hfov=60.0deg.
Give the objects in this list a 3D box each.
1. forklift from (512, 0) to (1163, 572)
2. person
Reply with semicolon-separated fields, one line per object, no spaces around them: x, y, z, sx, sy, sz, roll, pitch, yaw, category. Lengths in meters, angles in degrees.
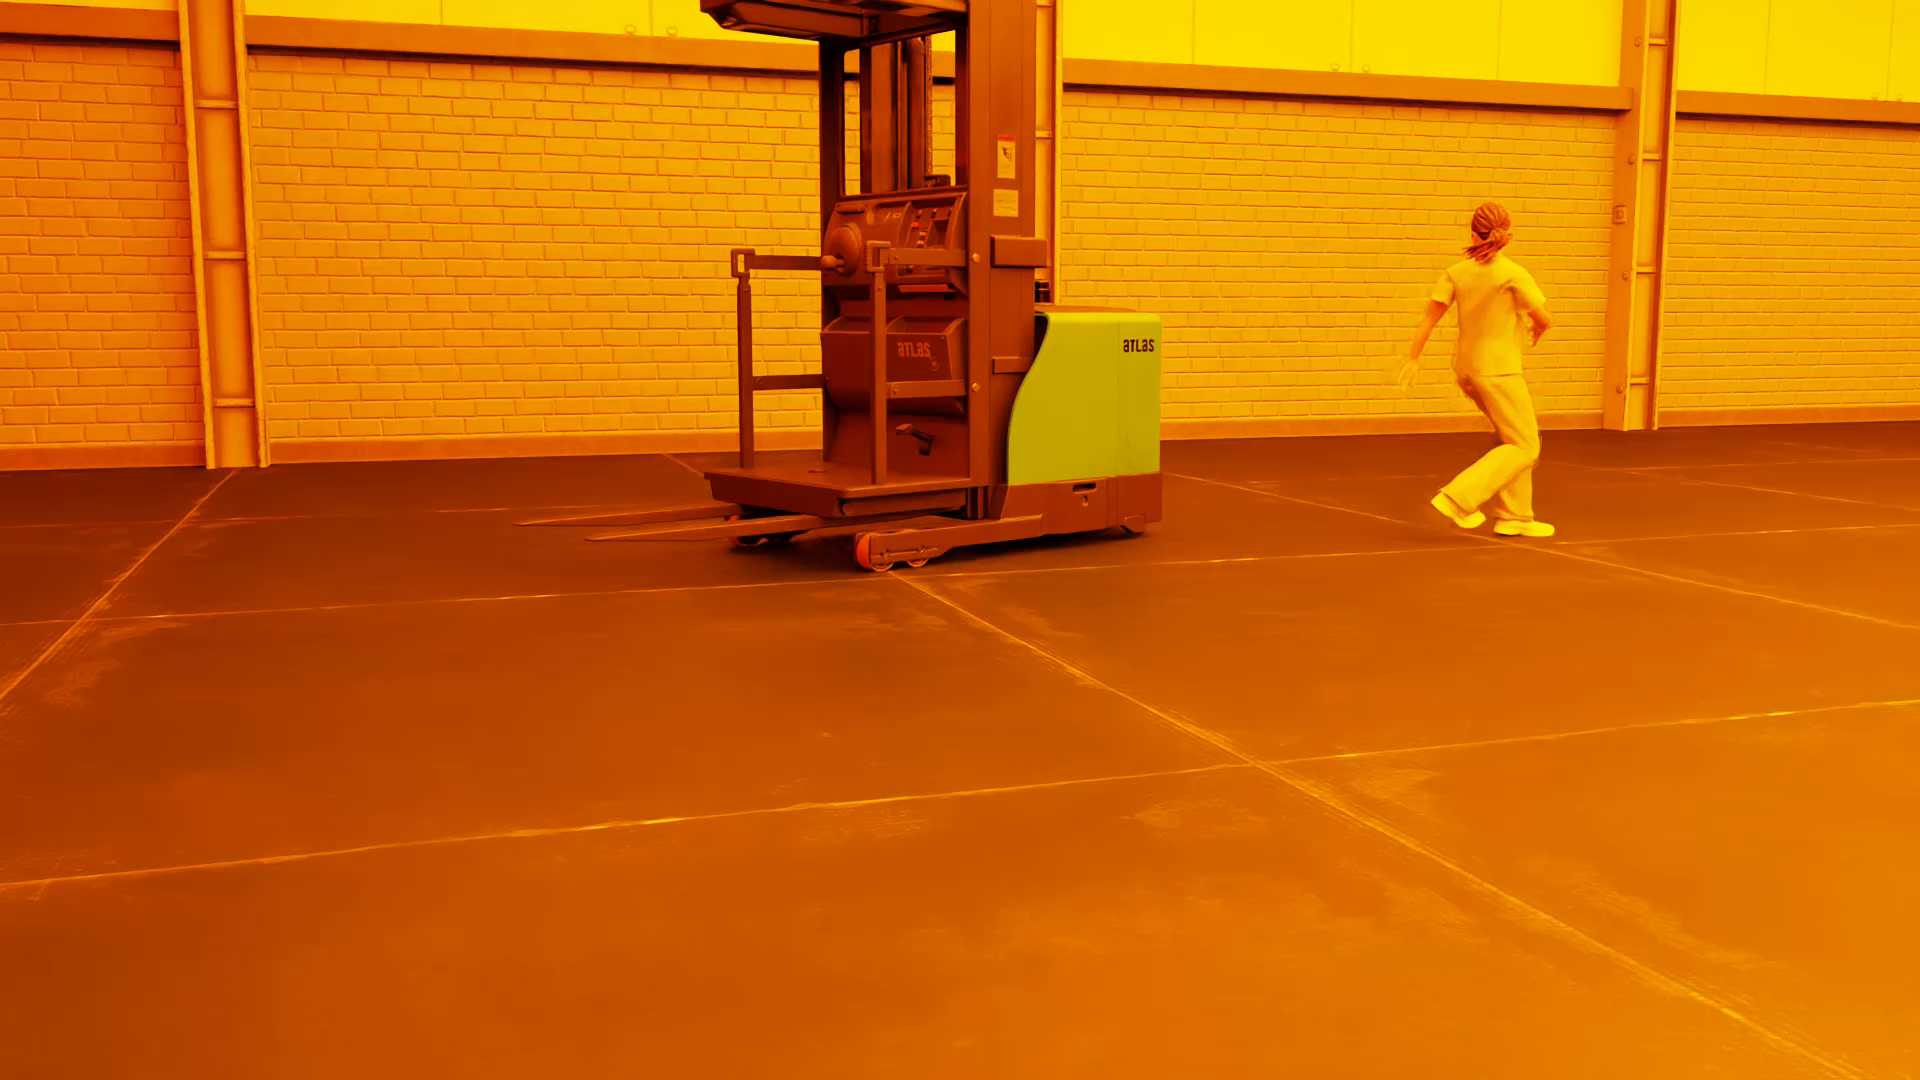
-0.461;-1.399;7.333;3.031;2.935;1.130;-7;10;-40;forklift
2.542;-0.807;7.978;0.731;1.599;0.515;-2;8;-15;person
